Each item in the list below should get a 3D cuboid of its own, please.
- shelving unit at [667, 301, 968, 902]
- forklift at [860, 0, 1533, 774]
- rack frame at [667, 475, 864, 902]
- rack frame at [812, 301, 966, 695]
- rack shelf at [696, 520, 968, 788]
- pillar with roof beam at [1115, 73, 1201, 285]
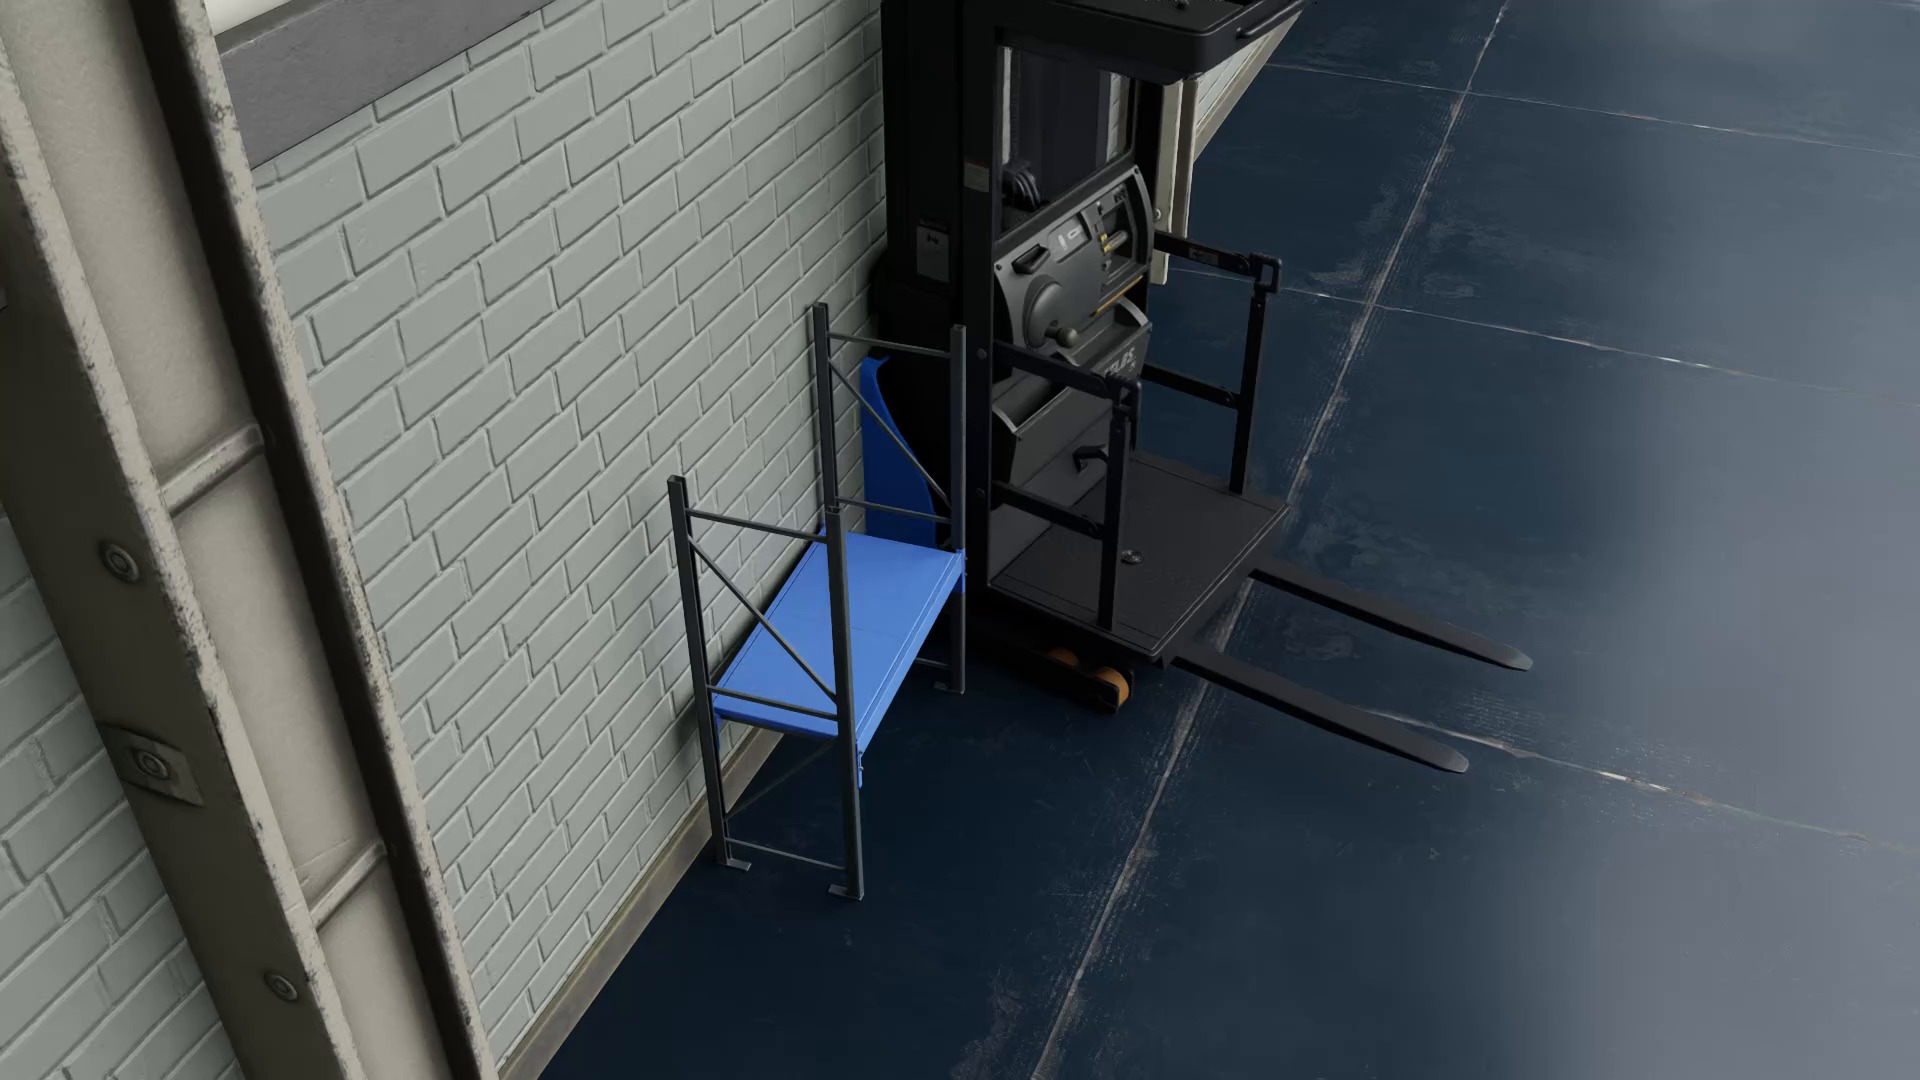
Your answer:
[{"bbox_3d":[-0.384,0.191,5.241,0.538,1.500,1.048,11,38,15],"label":"shelving unit"},{"bbox_3d":[0.569,-0.920,5.533,3.031,2.935,1.130,22,42,27],"label":"forklift"},{"bbox_3d":[-0.545,0.480,4.855,0.500,1.500,0.032,11,38,15],"label":"rack frame"},{"bbox_3d":[-0.223,-0.098,5.628,0.500,1.500,0.032,11,38,15],"label":"rack frame"},{"bbox_3d":[-0.384,0.335,5.349,0.538,0.185,1.000,11,38,15],"label":"rack shelf"},{"bbox_3d":[4.954,-4.072,4.682,9.100,9.000,0.400,14,39,18],"label":"pillar with roof beam"}]
